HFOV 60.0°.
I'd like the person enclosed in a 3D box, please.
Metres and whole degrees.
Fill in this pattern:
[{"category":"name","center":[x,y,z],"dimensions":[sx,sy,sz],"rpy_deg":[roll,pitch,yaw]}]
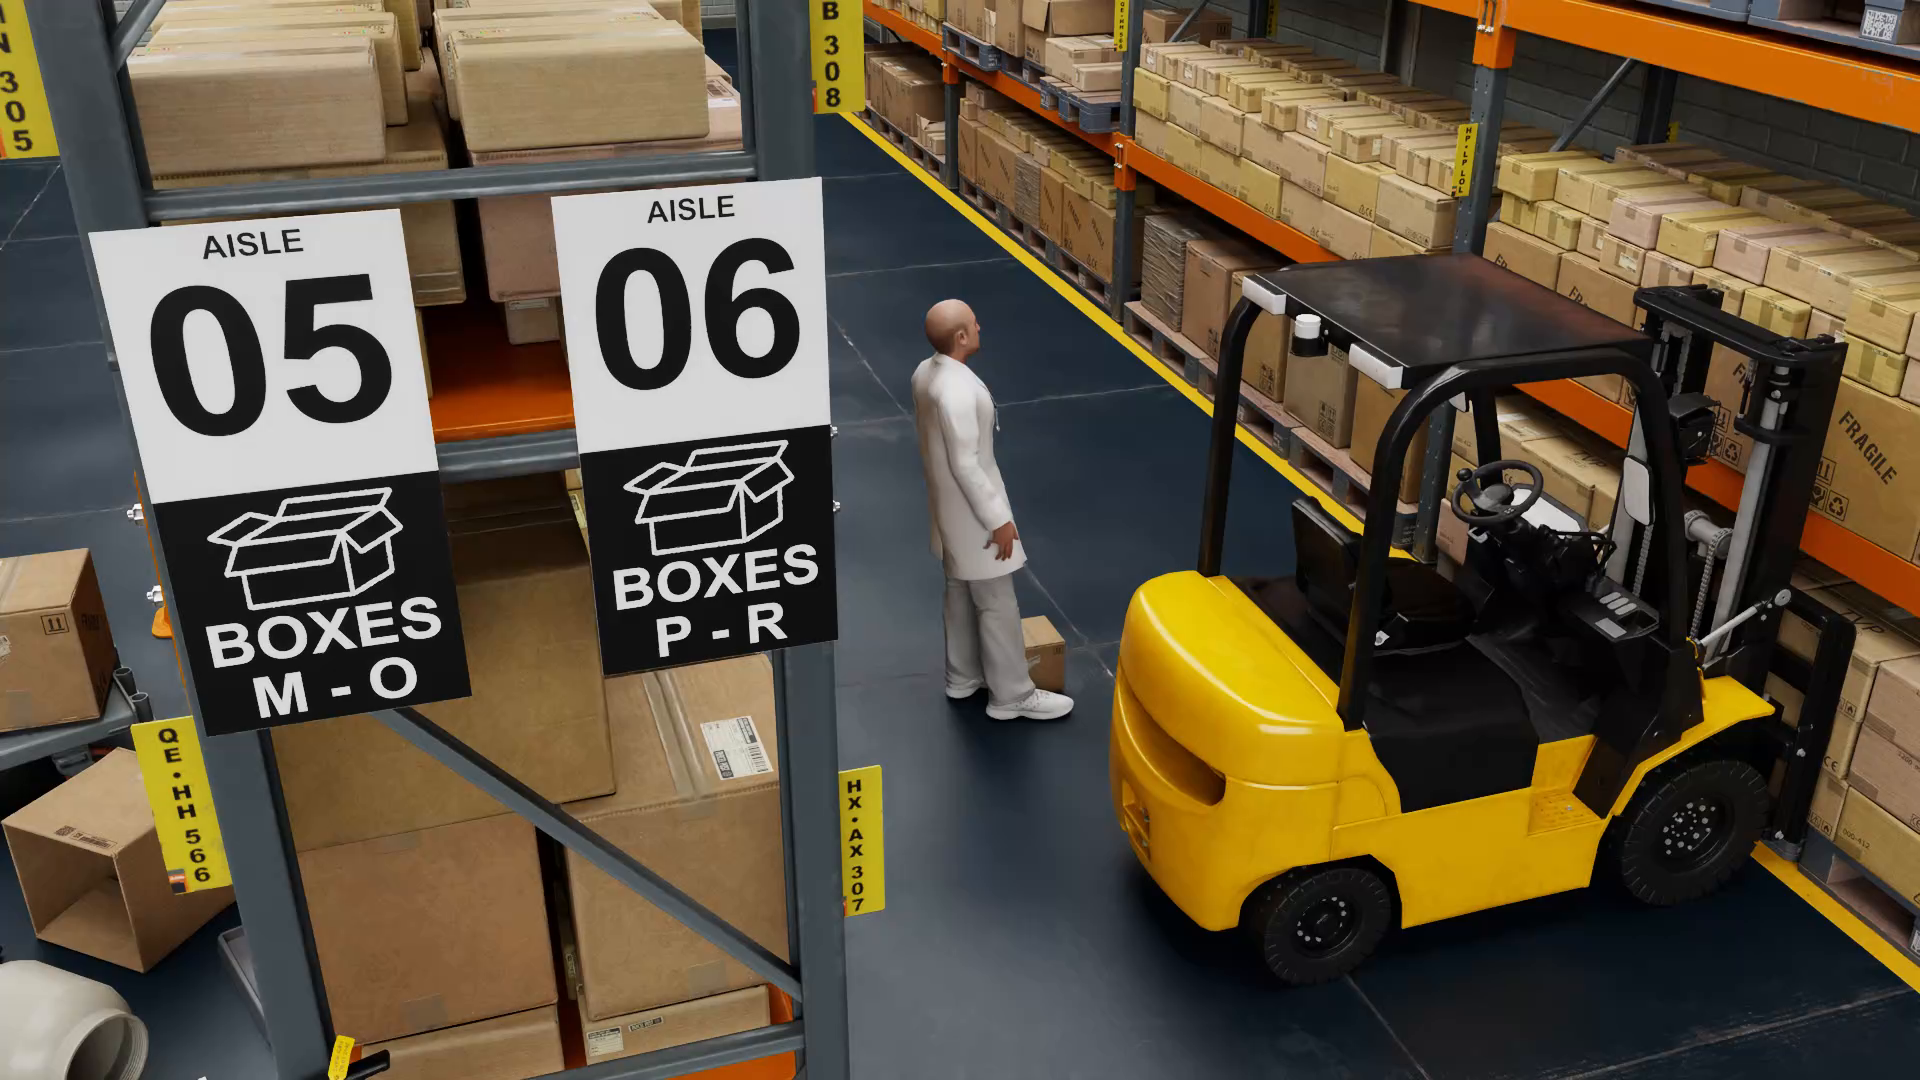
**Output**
[{"category":"person","center":[0.124,-0.141,6.900],"dimensions":[0.582,1.775,0.695],"rpy_deg":[-8,27,-16]}]
